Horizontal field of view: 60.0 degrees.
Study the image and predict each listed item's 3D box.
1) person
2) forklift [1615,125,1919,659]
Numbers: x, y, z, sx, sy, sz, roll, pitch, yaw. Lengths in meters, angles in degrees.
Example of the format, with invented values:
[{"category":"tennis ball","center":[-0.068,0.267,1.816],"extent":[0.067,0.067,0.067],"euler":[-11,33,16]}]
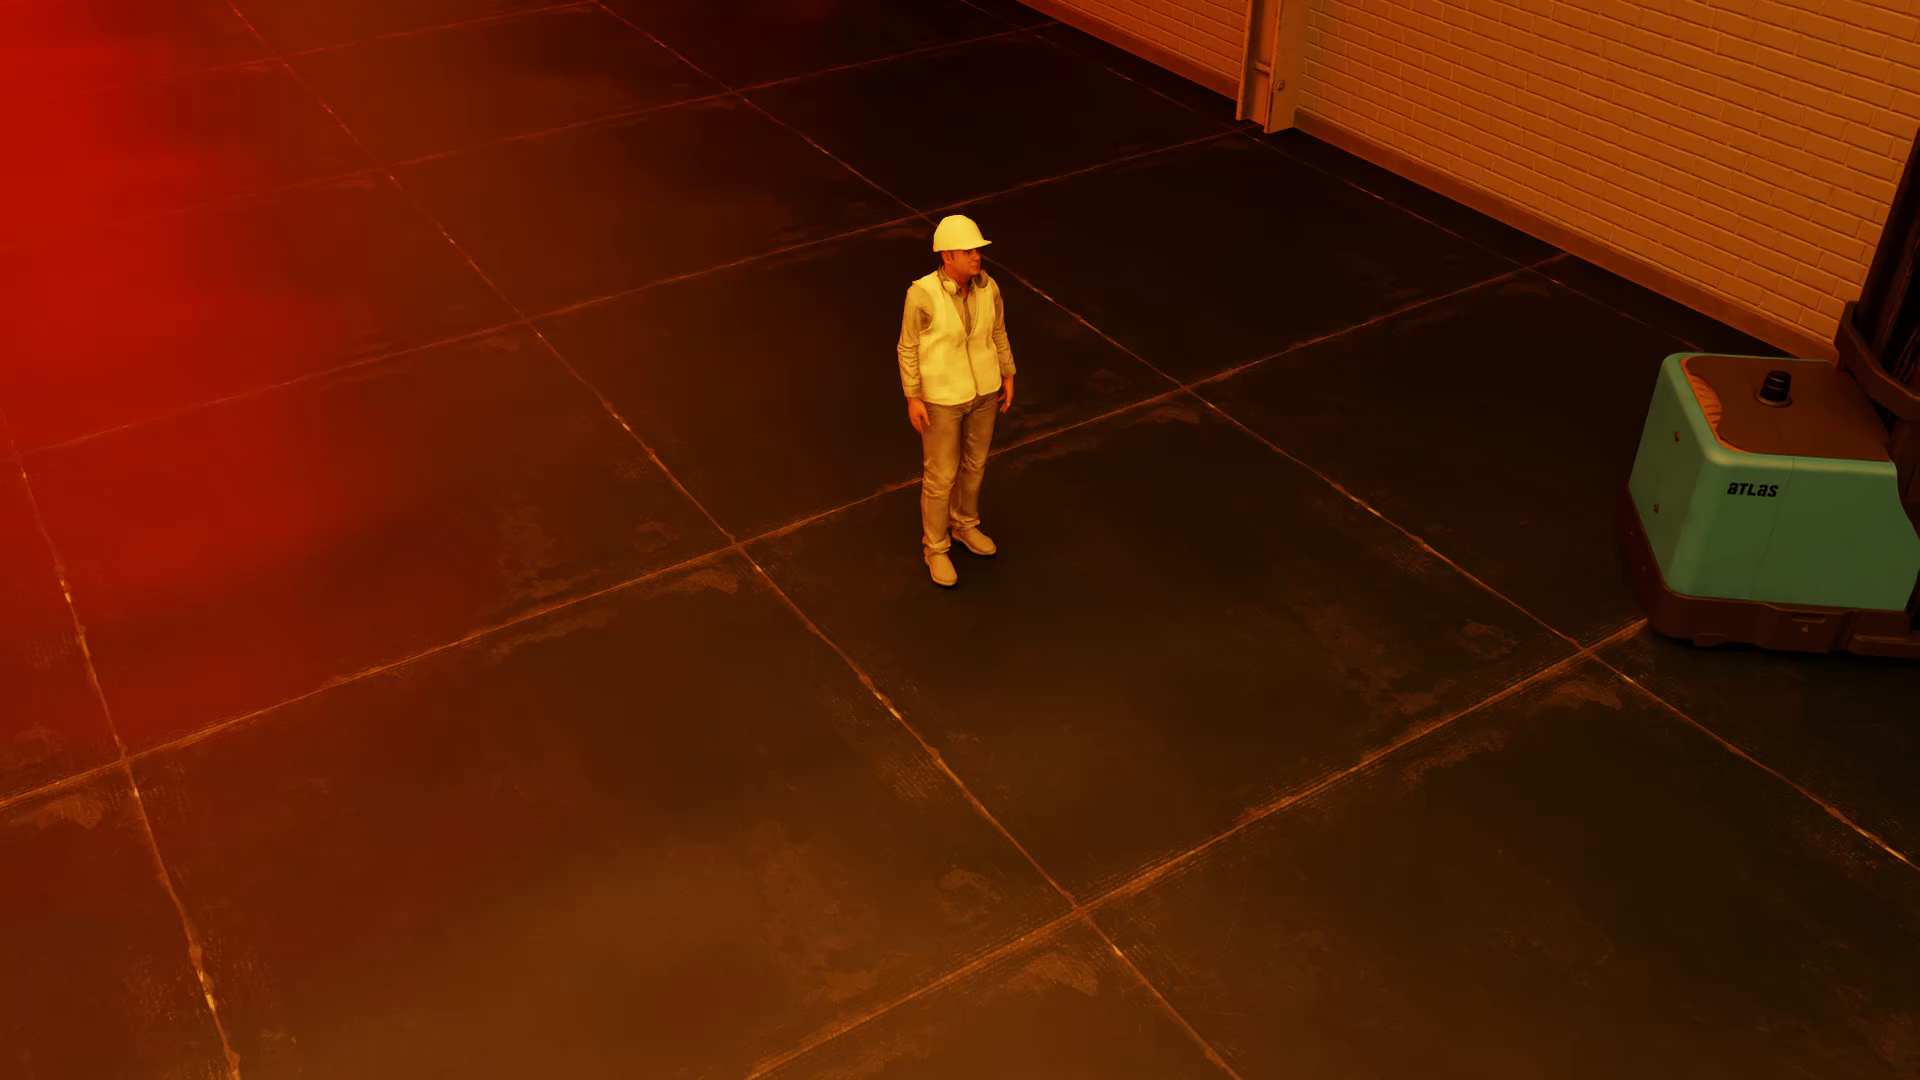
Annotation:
[{"category":"person","center":[0.028,-0.700,8.136],"extent":[0.634,1.775,0.566],"euler":[-21,40,-27]},{"category":"forklift","center":[4.875,-0.874,7.392],"extent":[3.031,2.935,1.130],"euler":[4,35,6]}]
